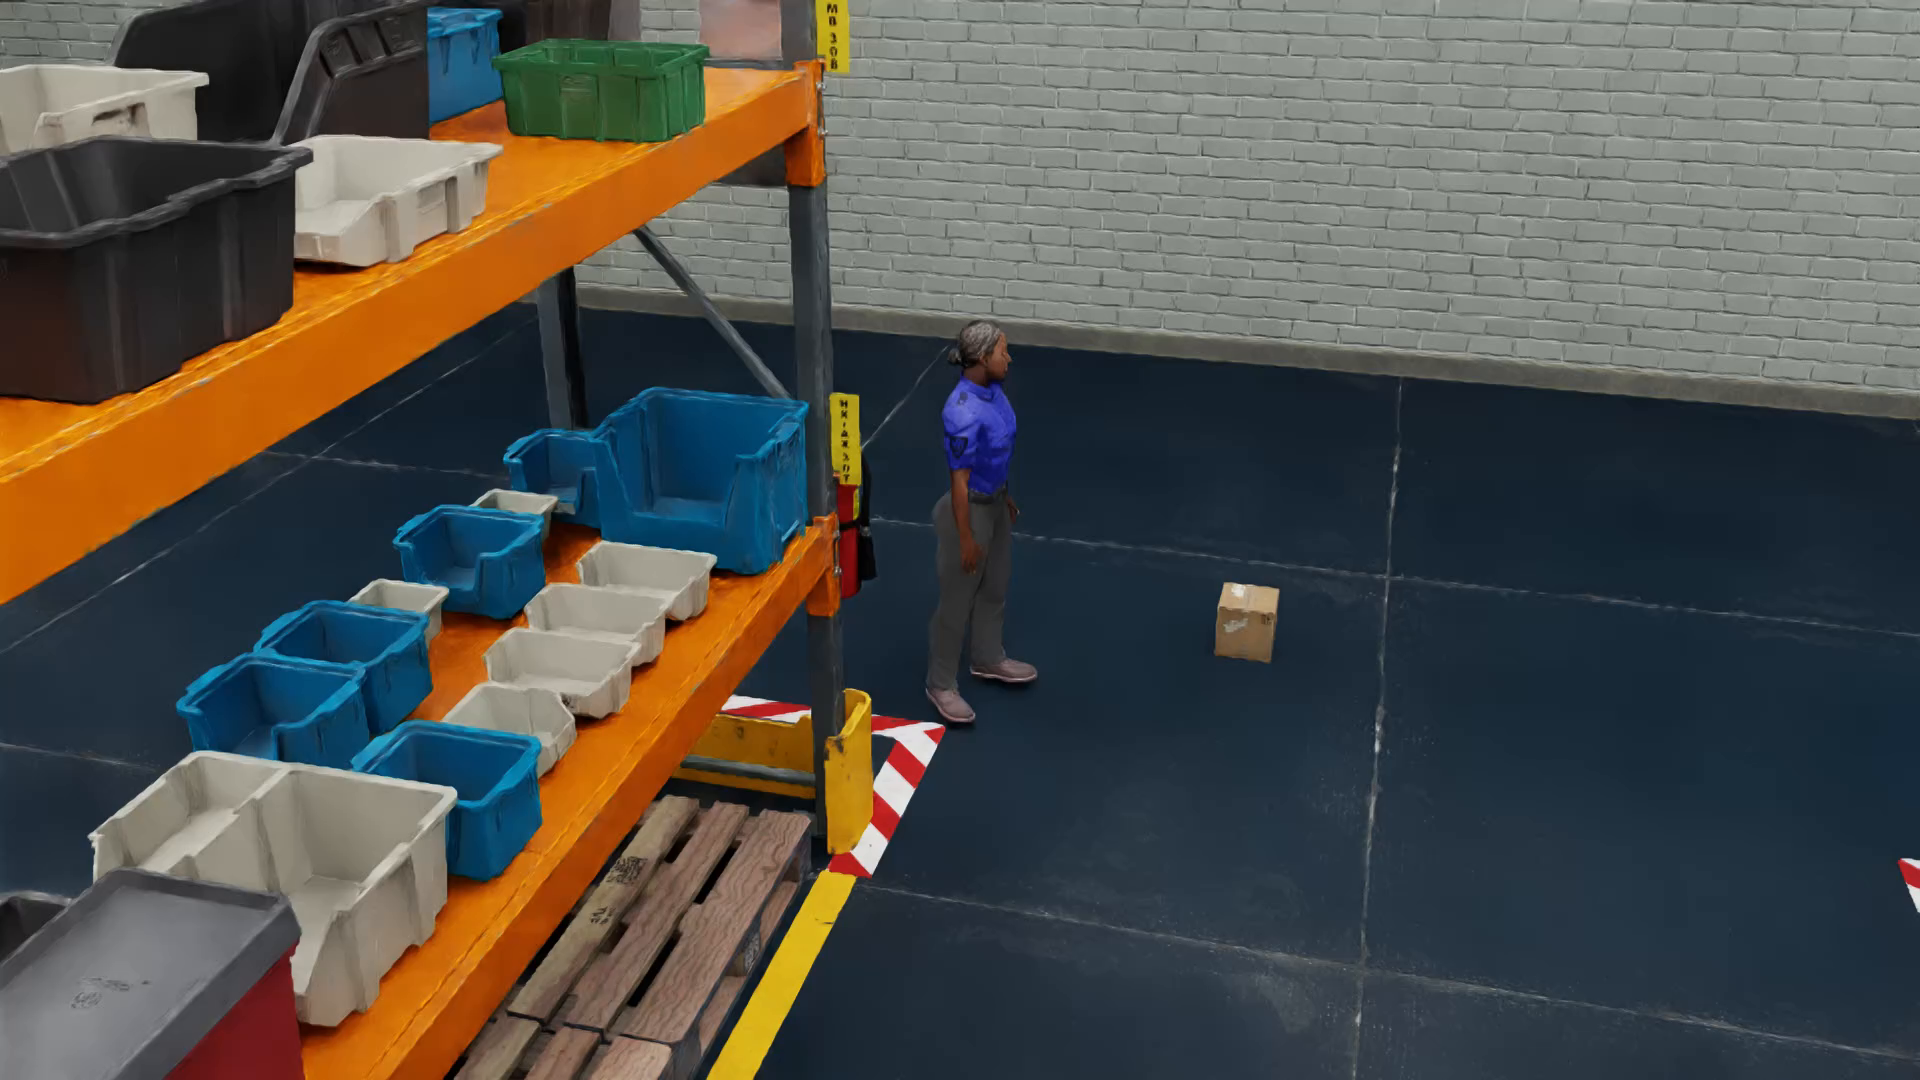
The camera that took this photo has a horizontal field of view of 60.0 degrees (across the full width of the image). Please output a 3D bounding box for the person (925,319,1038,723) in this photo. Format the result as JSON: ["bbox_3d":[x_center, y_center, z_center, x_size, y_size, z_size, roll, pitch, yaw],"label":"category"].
[{"bbox_3d":[0.085,-0.095,6.756,0.406,1.663,0.542,9,27,18],"label":"person"}]
